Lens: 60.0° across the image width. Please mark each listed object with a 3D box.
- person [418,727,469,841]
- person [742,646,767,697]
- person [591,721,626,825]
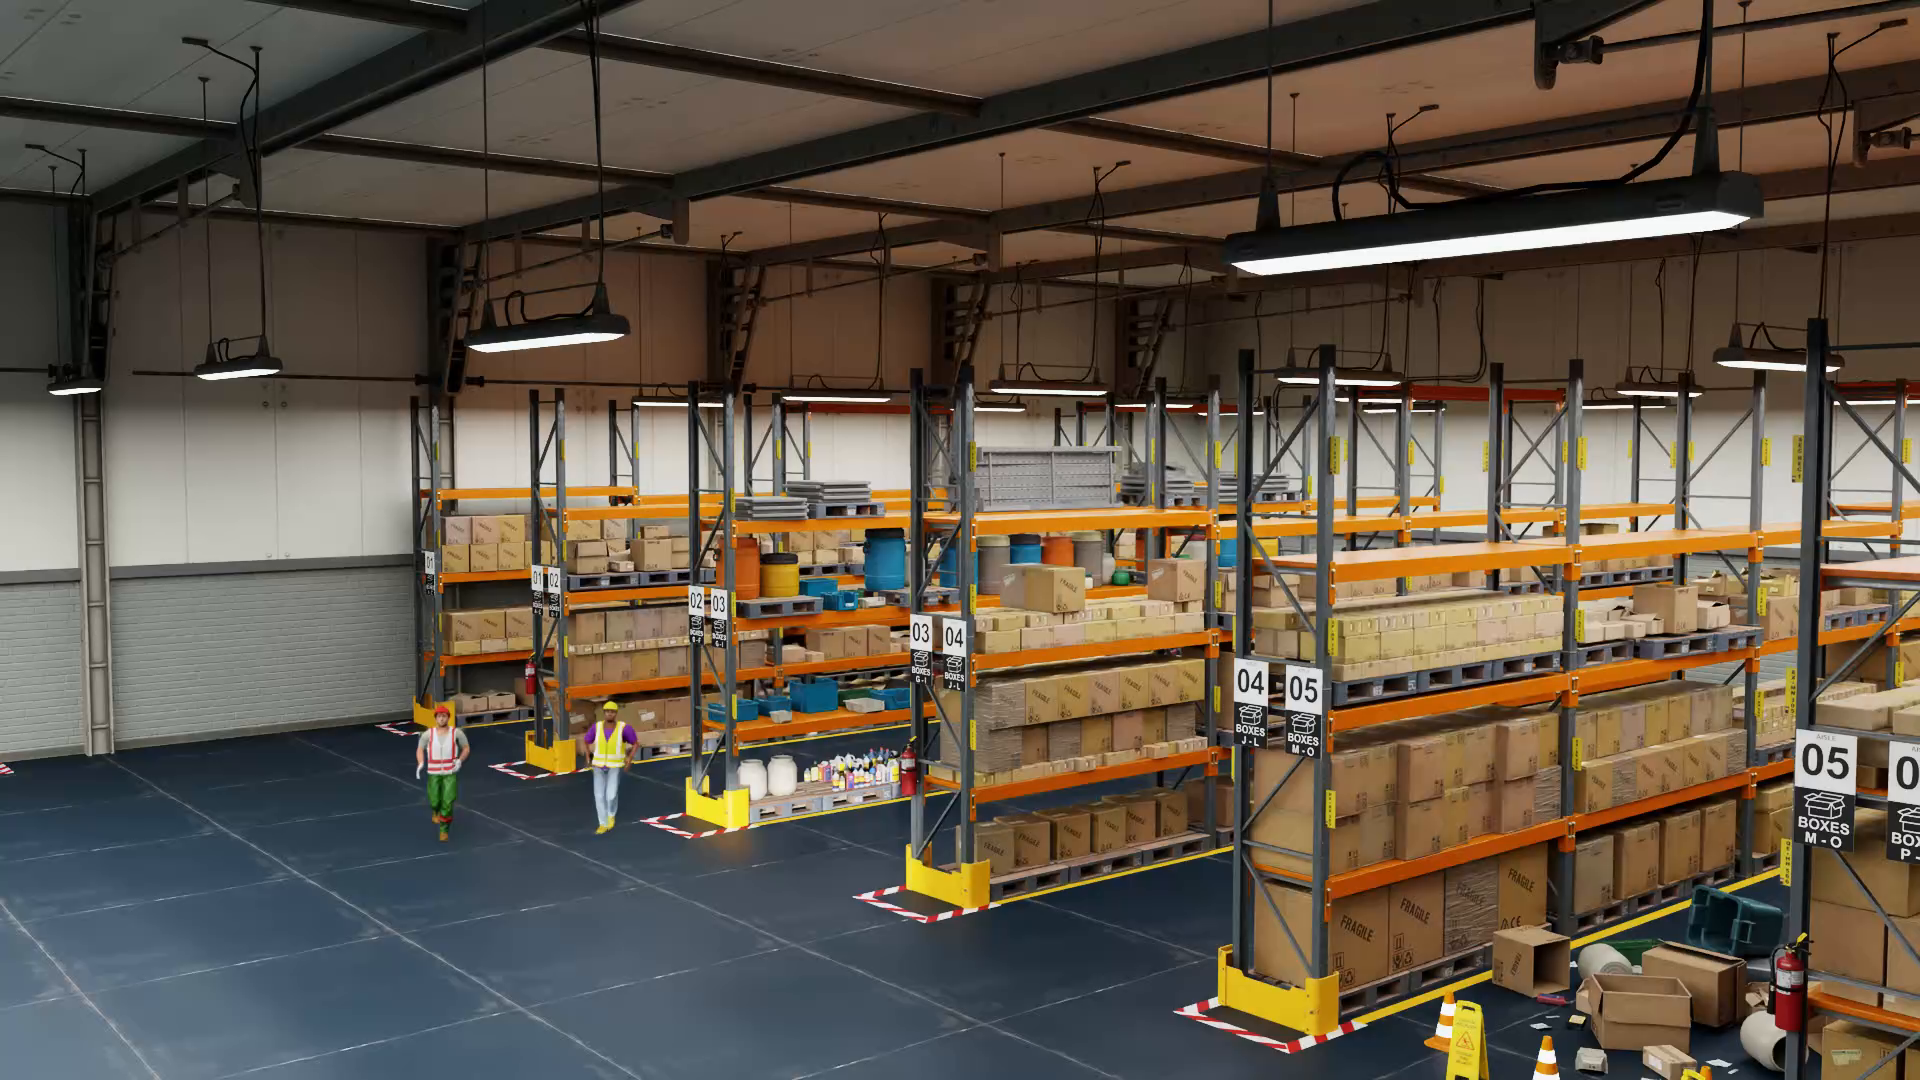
[{"bbox_3d":[-6.728,3.159,21.691,0.634,1.468,0.543,-1,3,-13],"label":"person"},{"bbox_3d":[-3.886,2.475,31.341,0.566,1.574,0.528,3,5,43],"label":"person"},{"bbox_3d":[-4.651,3.095,21.931,0.444,1.417,0.487,0,3,2],"label":"person"}]
